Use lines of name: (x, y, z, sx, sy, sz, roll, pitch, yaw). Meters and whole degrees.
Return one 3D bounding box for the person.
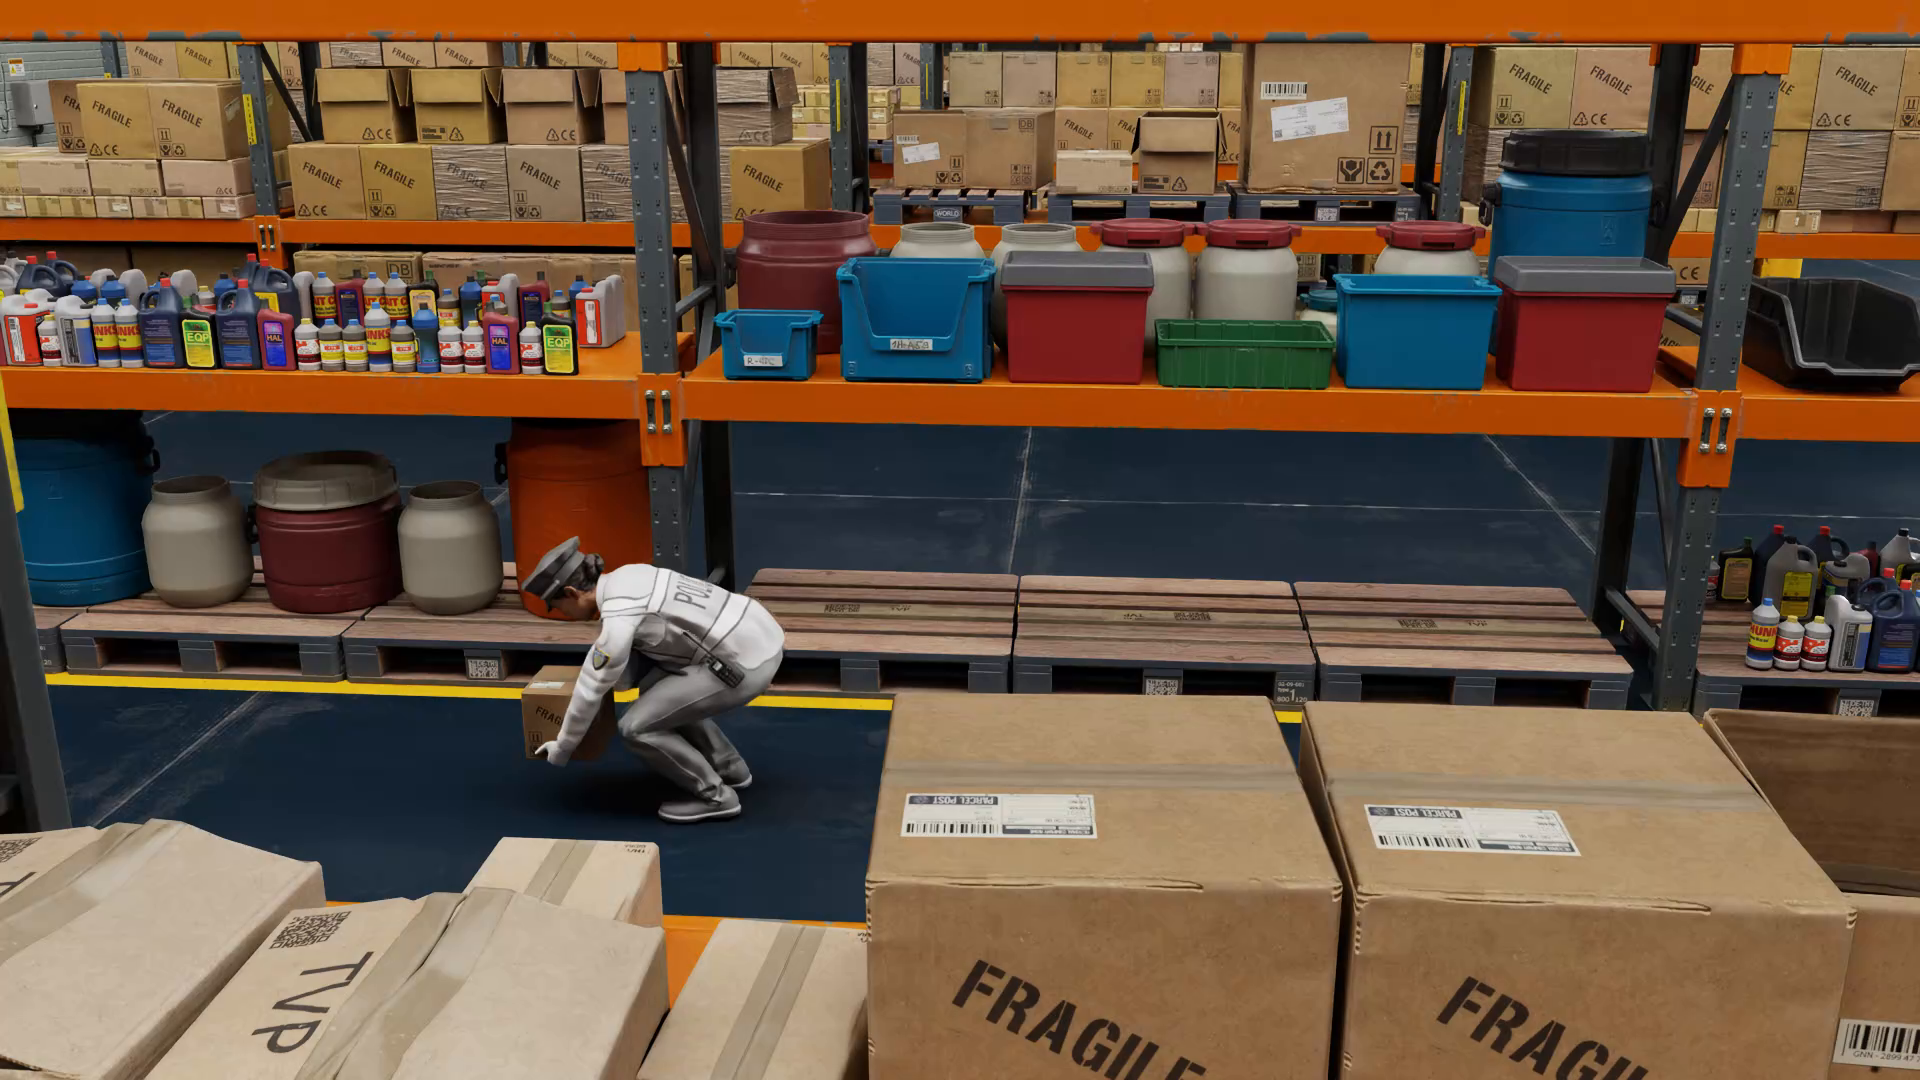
person: (-1.047, 0.460, 5.751, 0.876, 0.983, 0.458, 1, 18, 2)
